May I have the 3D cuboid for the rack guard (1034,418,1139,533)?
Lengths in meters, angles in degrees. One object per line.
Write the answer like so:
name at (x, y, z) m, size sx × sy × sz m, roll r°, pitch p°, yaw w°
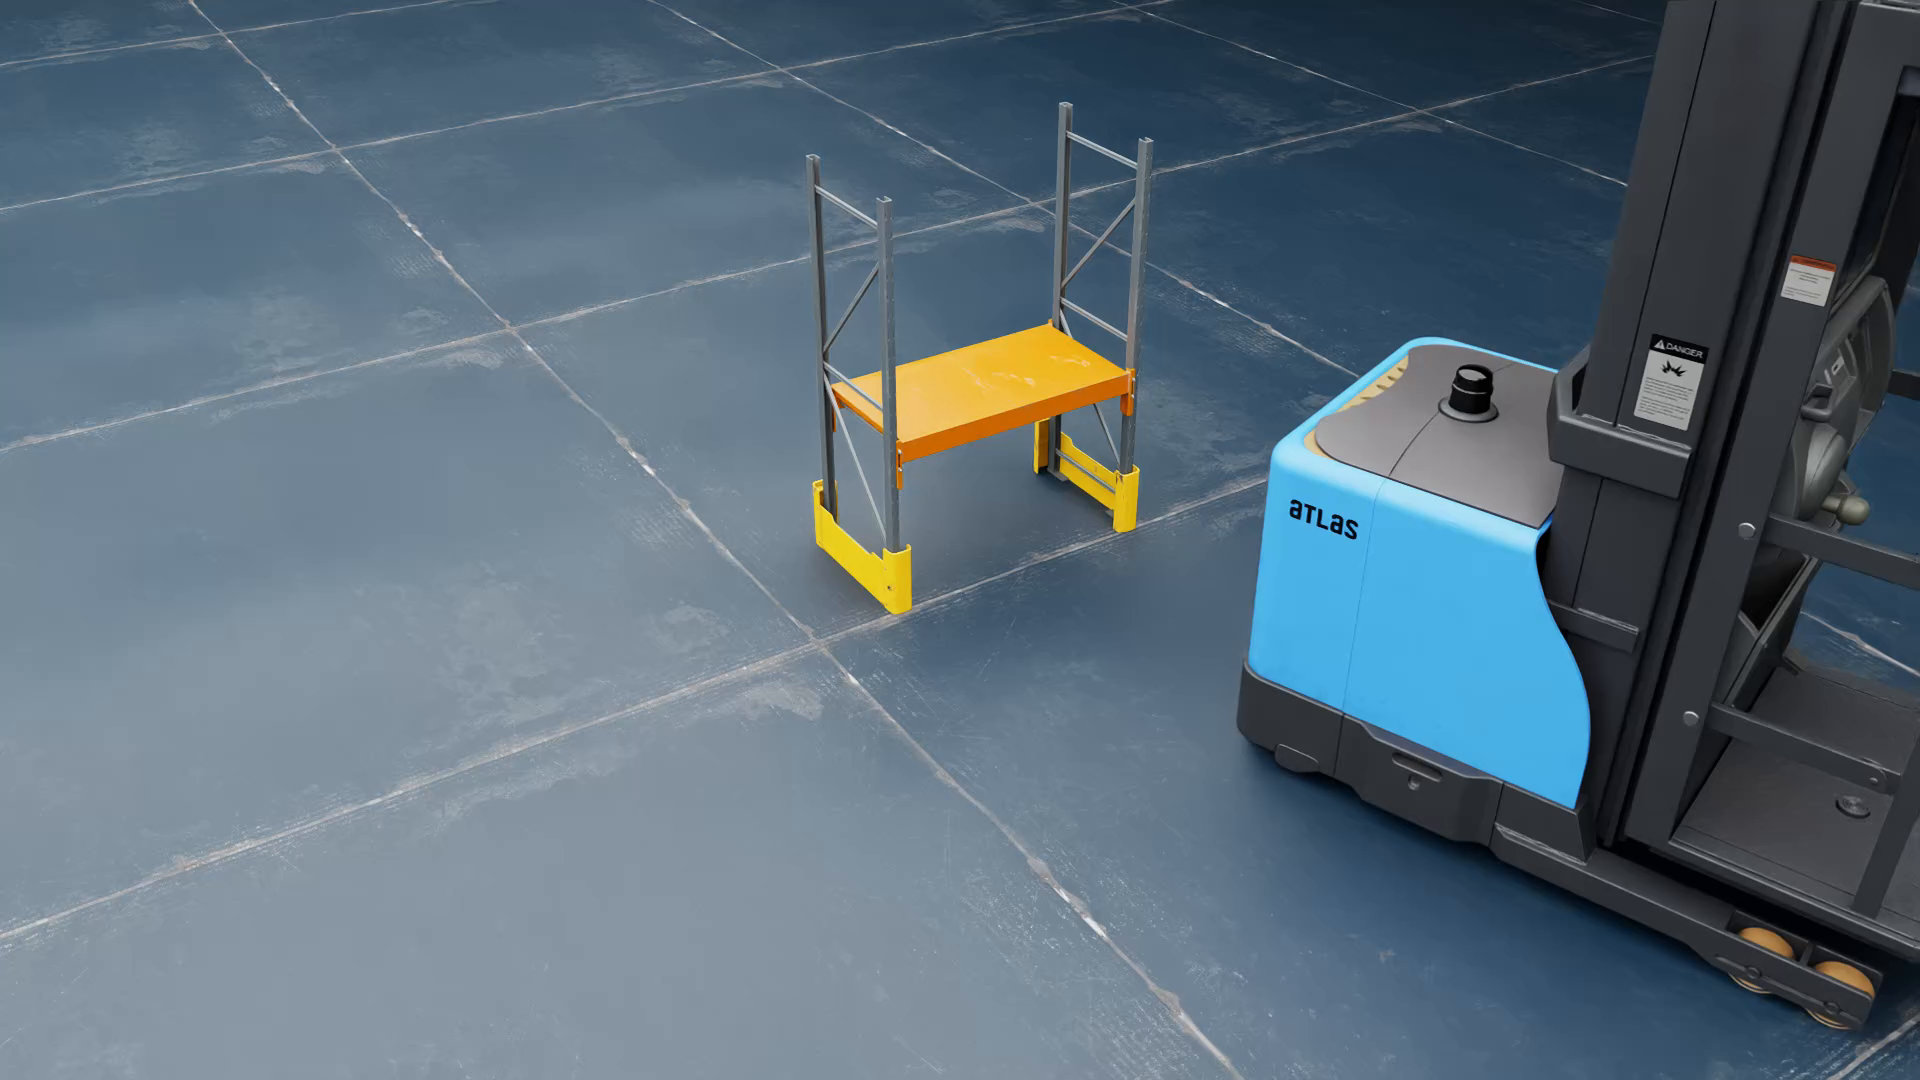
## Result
rack guard at (0.483, -0.272, 6.446) m, size 0.087 × 0.250 × 0.587 m, roll -19°, pitch 37°, yaw -27°

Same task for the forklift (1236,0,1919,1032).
forklift at (2.336, -0.310, 3.995) m, size 3.031 × 2.935 × 1.130 m, roll 23°, pitch 39°, yaw 32°

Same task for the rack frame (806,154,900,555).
rack frame at (-0.356, -0.512, 5.656) m, size 0.032 × 1.500 × 0.500 m, roll -19°, pitch 37°, yaw -27°

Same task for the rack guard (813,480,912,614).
rack guard at (-0.355, 0.016, 5.990) m, size 0.087 × 0.250 × 0.587 m, roll -19°, pitch 37°, yaw -27°

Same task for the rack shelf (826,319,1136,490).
rack shelf at (0.072, -0.507, 5.985) m, size 1.000 × 0.185 × 0.538 m, roll -19°, pitch 37°, yaw -27°

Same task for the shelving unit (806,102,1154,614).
shelving unit at (0.064, -0.656, 5.885) m, size 1.083 × 1.500 × 0.587 m, roll -19°, pitch 37°, yaw -27°

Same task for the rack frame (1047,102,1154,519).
rack frame at (0.499, -0.806, 6.122) m, size 0.032 × 1.500 × 0.500 m, roll -19°, pitch 37°, yaw -27°
